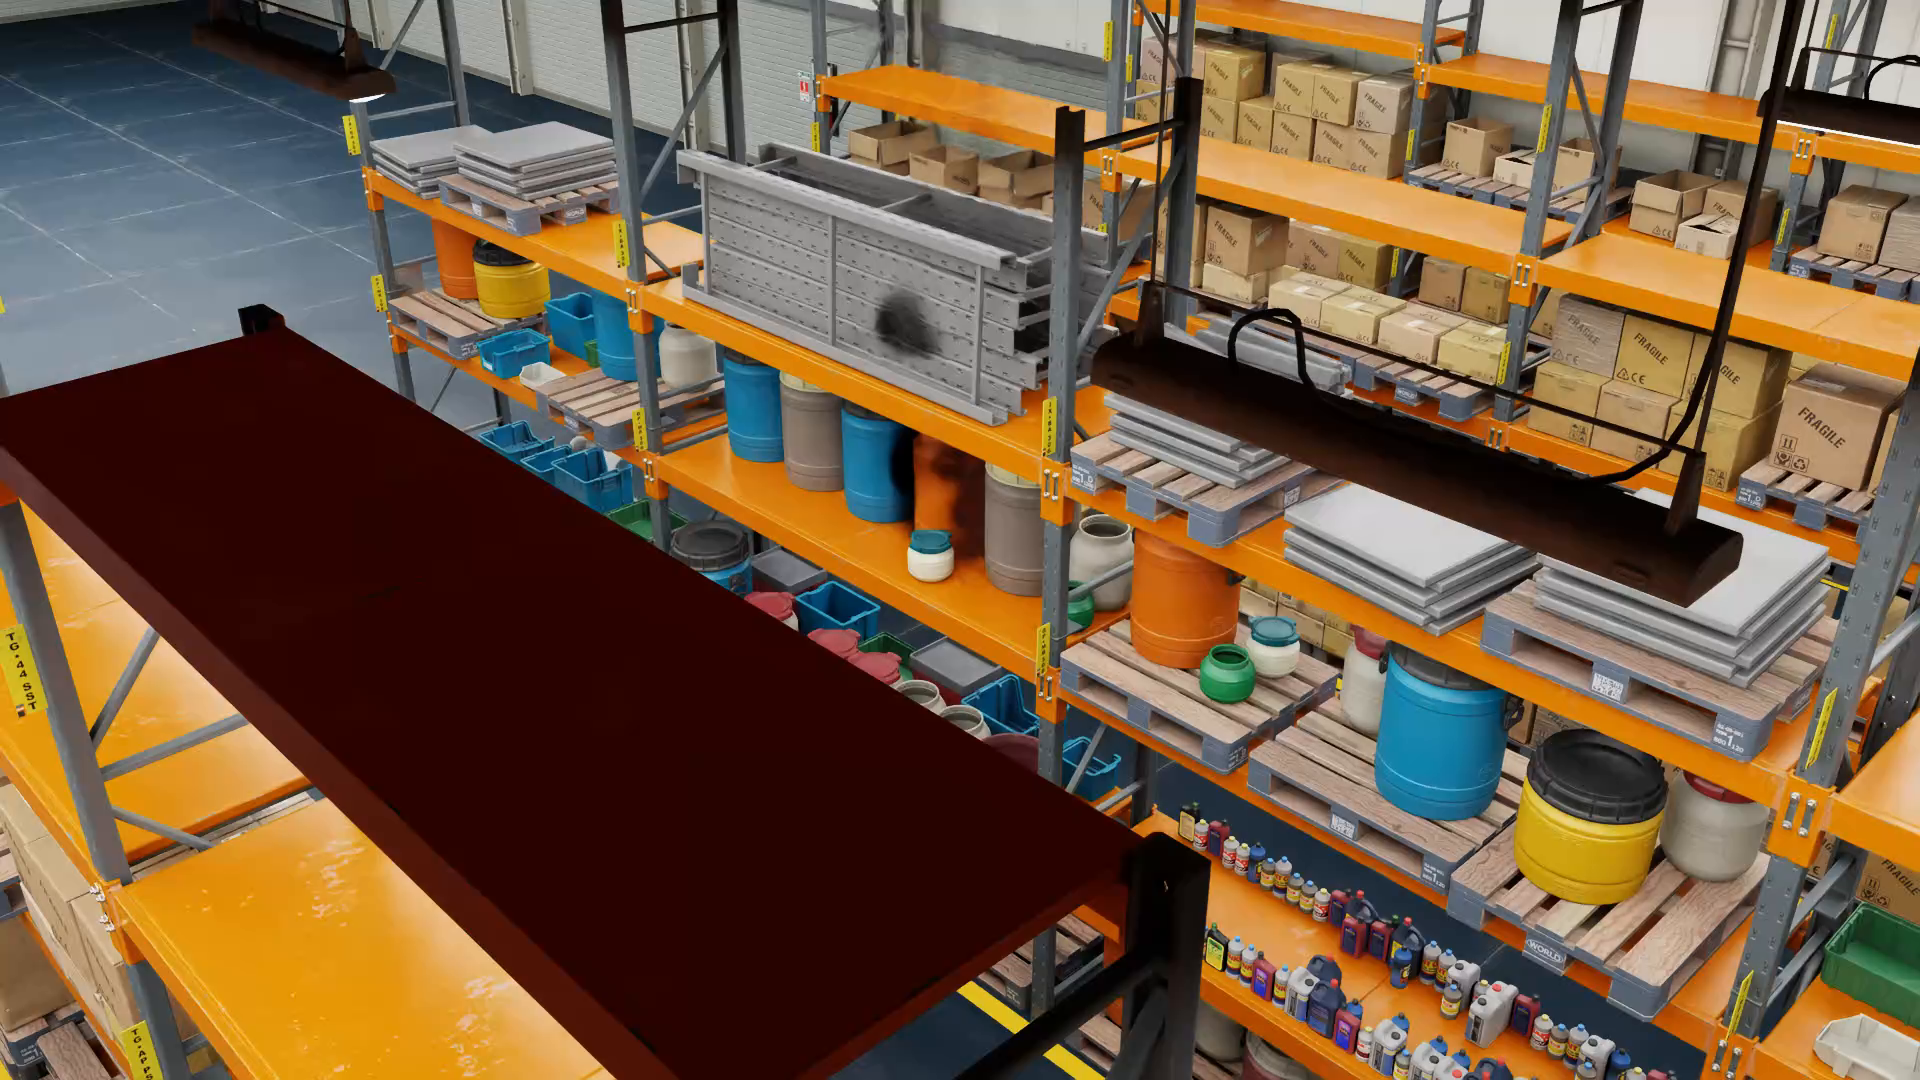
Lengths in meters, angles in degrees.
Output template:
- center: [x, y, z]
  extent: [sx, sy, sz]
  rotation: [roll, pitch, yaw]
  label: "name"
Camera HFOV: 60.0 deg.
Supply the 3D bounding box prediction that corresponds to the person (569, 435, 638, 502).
- center: [-3.552, -0.881, 16.654]
  extent: [0.768, 1.735, 0.749]
  rotation: [15, 32, 25]
  label: "person"
